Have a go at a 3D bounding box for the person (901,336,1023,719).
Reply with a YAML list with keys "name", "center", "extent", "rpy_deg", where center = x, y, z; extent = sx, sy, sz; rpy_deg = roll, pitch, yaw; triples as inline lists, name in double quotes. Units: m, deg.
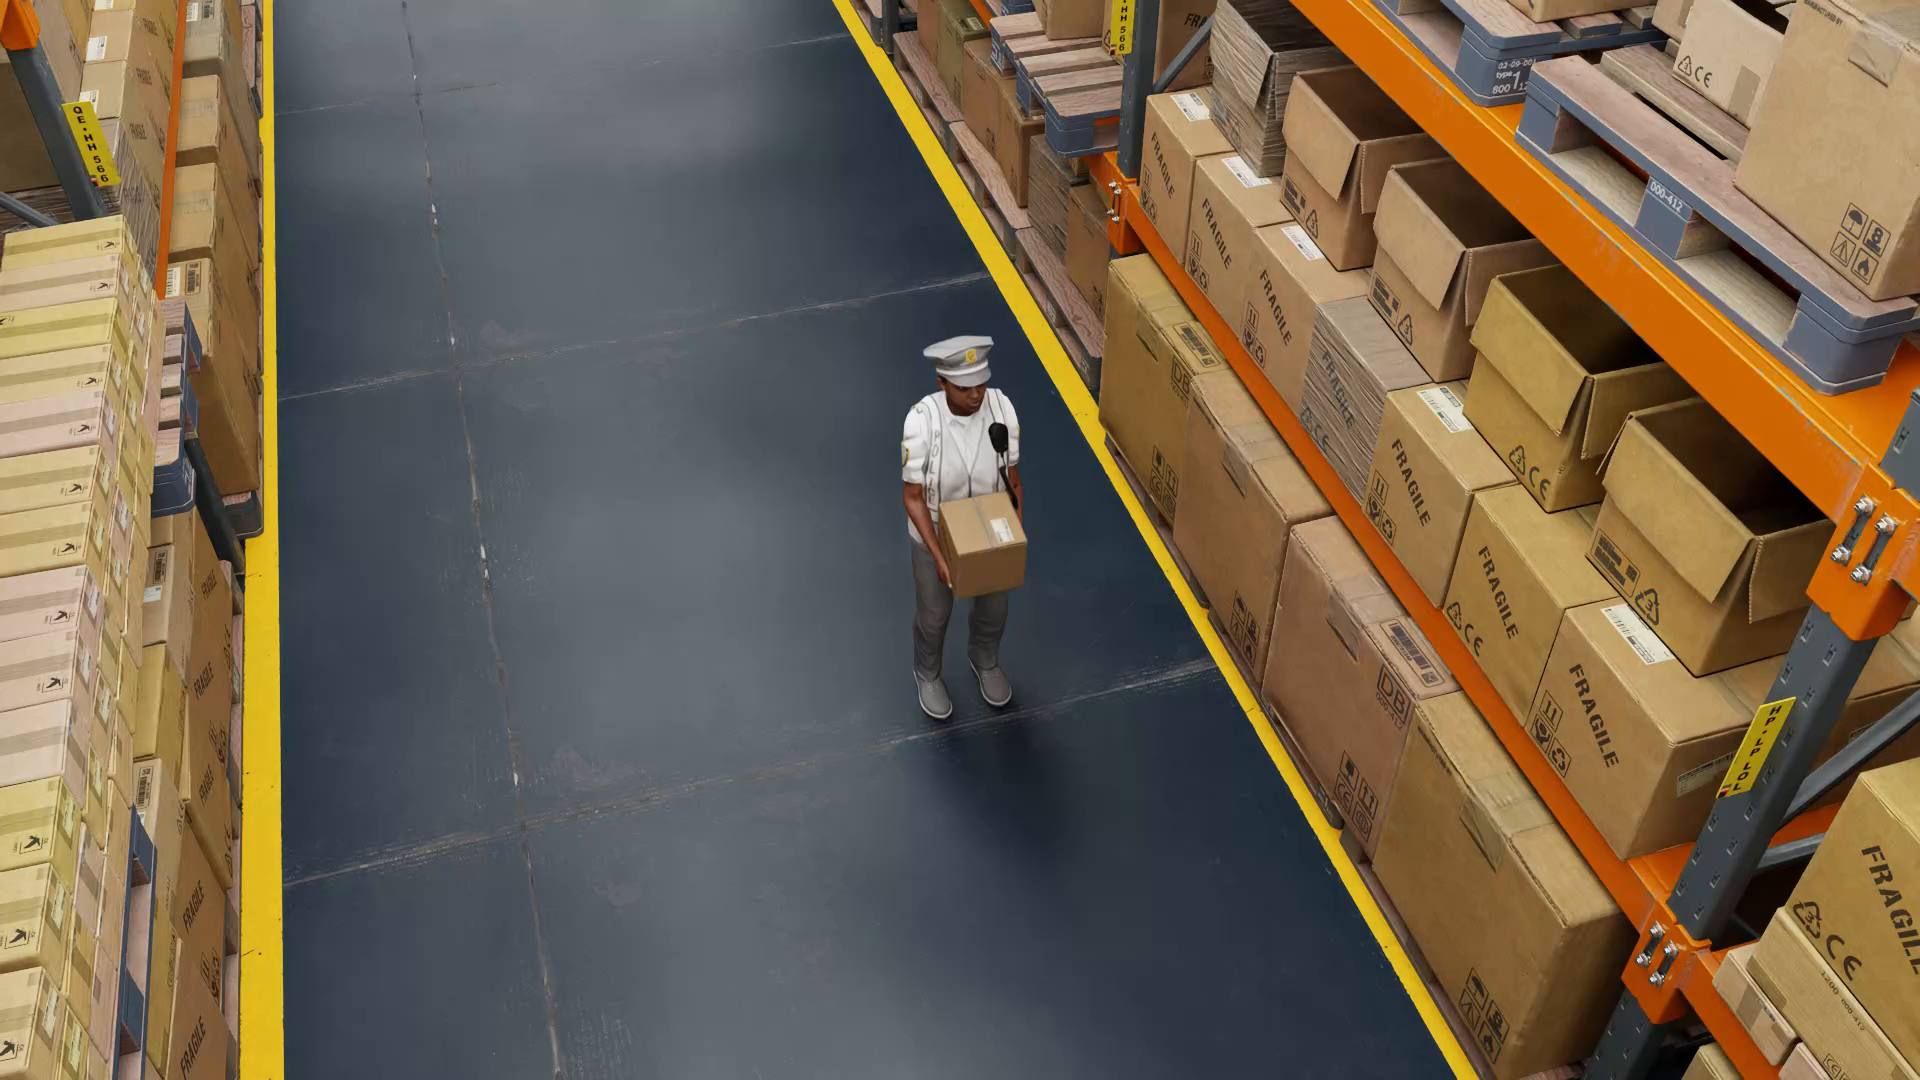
- name: "person"
  center: [0.022, 0.011, 6.132]
  extent: [0.451, 1.688, 0.525]
  rpy_deg: [-11, 44, -12]
